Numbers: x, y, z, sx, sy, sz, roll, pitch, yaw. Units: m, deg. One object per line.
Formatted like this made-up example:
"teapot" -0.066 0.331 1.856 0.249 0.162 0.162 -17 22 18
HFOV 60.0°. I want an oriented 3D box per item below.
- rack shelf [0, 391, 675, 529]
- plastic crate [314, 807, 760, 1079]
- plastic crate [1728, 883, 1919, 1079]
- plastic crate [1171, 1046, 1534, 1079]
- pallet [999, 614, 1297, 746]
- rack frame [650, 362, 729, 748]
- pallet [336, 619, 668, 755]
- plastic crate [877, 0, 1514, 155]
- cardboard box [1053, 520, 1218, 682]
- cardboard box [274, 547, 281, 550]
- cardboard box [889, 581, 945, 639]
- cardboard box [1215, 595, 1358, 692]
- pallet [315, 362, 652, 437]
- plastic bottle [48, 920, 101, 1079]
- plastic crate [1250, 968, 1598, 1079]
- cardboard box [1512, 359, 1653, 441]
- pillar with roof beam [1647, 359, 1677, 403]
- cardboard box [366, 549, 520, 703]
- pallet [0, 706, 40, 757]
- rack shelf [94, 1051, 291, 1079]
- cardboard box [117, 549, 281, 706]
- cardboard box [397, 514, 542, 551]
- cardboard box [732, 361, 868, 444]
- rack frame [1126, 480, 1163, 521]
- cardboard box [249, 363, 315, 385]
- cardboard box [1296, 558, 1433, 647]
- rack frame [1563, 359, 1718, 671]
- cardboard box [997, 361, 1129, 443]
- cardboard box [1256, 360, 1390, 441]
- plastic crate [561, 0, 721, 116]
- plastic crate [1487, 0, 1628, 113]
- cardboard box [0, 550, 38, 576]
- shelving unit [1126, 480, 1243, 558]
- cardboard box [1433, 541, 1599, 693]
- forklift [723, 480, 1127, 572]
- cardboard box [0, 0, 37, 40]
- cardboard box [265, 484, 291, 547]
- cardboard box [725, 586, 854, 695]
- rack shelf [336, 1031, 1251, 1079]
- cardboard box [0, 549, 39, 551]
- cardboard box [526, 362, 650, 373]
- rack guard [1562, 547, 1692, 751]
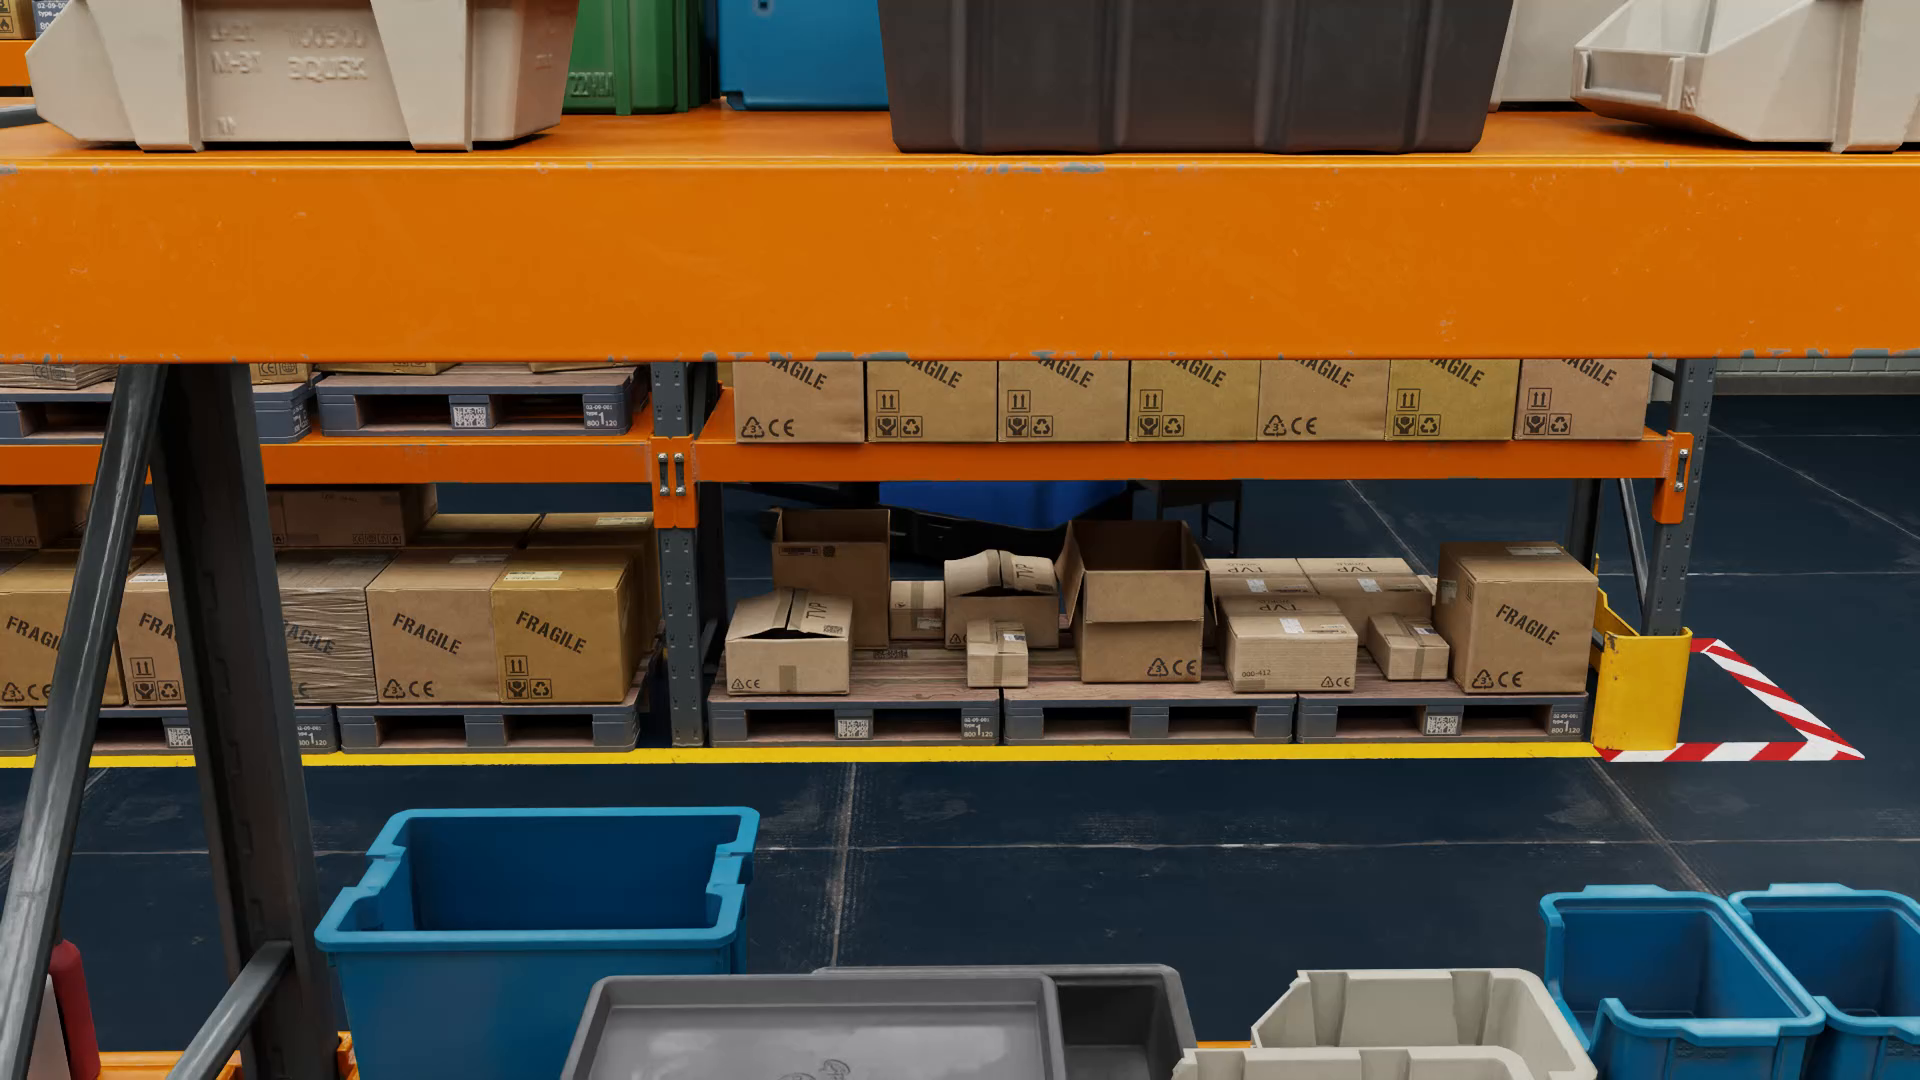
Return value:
"rack shelf" -3.133 -0.369 6.964 4.000 0.370 1.077 0 18 -1
"plastic crate" -0.597 0.665 2.493 0.575 0.384 0.392 0 18 -1
"plastic crate" 1.372 0.731 2.534 0.300 0.233 0.416 0 18 -1
"plastic crate" 0.471 0.869 2.024 0.530 0.282 0.437 0 18 -1
"pallet" 0.776 0.597 7.341 1.213 0.211 1.003 0 18 -1
"rack frame" -1.133 -0.721 6.884 0.127 3.000 1.000 0 18 -1
"pallet" -1.946 0.622 7.262 1.213 0.211 1.003 0 18 -1
"plastic crate" 0.188 -0.496 1.487 0.590 0.269 0.497 0 18 -1
"cardboard box" 0.745 0.248 7.231 0.637 0.503 0.797 0 18 -1
"cardboard box" -3.159 0.196 7.397 0.500 0.500 0.500 -1 18 -3
"cardboard box" -0.194 0.318 7.594 0.250 0.149 0.380 0 18 -1
"cardboard box" 1.376 0.433 7.069 0.500 0.250 0.500 0 18 -1
"pallet" -1.934 -0.659 7.005 1.213 0.211 1.003 0 18 -1
"plastic bottle" -1.432 0.719 2.586 0.133 0.283 0.061 0 18 -1
"plastic crate" 0.678 0.789 2.511 0.466 0.136 0.293 0 18 -1
"cardboard box" 2.423 -0.702 6.663 0.500 0.500 0.500 0 18 1
"pillar with roof beam" 5.538 -4.072 7.509 0.400 9.000 9.100 0 18 -1
"cardboard box" -2.117 0.350 6.919 0.500 0.500 0.500 0 18 -1
"pallet" -4.386 0.634 7.225 1.213 0.211 1.003 0 18 -1
"rack shelf" -3.059 1.144 2.248 4.000 0.370 1.077 0 18 -1
"cardboard box" -3.126 0.355 6.902 0.500 0.500 0.500 -1 18 -3
"cardboard box" -2.154 0.194 7.405 0.500 0.500 0.500 0 18 0
"cardboard box" -0.619 -0.688 6.617 0.500 0.500 0.500 0 18 1
"rack frame" 1.015 -0.906 8.936 0.015 2.100 0.400 -7 19 -20
"cardboard box" -2.899 -0.941 6.719 0.500 0.500 0.700 -5 18 -15
"cardboard box" 1.818 0.278 7.551 0.500 0.250 0.500 0 18 -1
"rack frame" 2.866 -0.740 6.944 0.127 3.000 1.000 0 18 -1
"cardboard box" 0.393 -0.693 6.633 0.500 0.500 0.500 0 18 -1
"cardboard box" 1.405 -0.698 6.650 0.500 0.500 0.500 0 18 0
"plastic crate" -0.640 -0.630 2.036 0.662 0.188 0.450 0 18 -1
"plastic crate" 0.720 -0.683 2.048 0.530 0.282 0.437 0 18 -1
"cardboard box" -4.150 0.360 6.886 0.500 0.500 0.500 -1 18 -3
"shelving unit" 1.243 -0.933 9.017 0.503 2.100 0.431 -7 19 -20
"cardboard box" 2.326 0.318 7.016 0.500 0.500 0.500 0 18 -1
"forklift" -0.570 -1.511 9.460 3.031 2.935 1.130 10 21 29
"cardboard box" -3.667 -2.195 6.405 0.500 0.500 0.910 0 18 -1
"cardboard box" -3.122 -0.162 7.286 0.500 0.250 0.500 -1 18 -2
"cardboard box" -0.710 0.414 7.028 0.500 0.311 0.500 0 18 -1
"rack shelf" 0.941 1.125 2.308 4.000 0.370 1.077 0 18 -1
"cardboard box" -4.201 0.203 7.376 0.500 0.500 0.500 0 18 1
"cardboard box" -1.610 -1.034 7.010 0.500 0.500 0.700 -6 19 -19
"rack guard" 2.790 0.450 7.325 0.348 0.500 1.175 0 18 -1
